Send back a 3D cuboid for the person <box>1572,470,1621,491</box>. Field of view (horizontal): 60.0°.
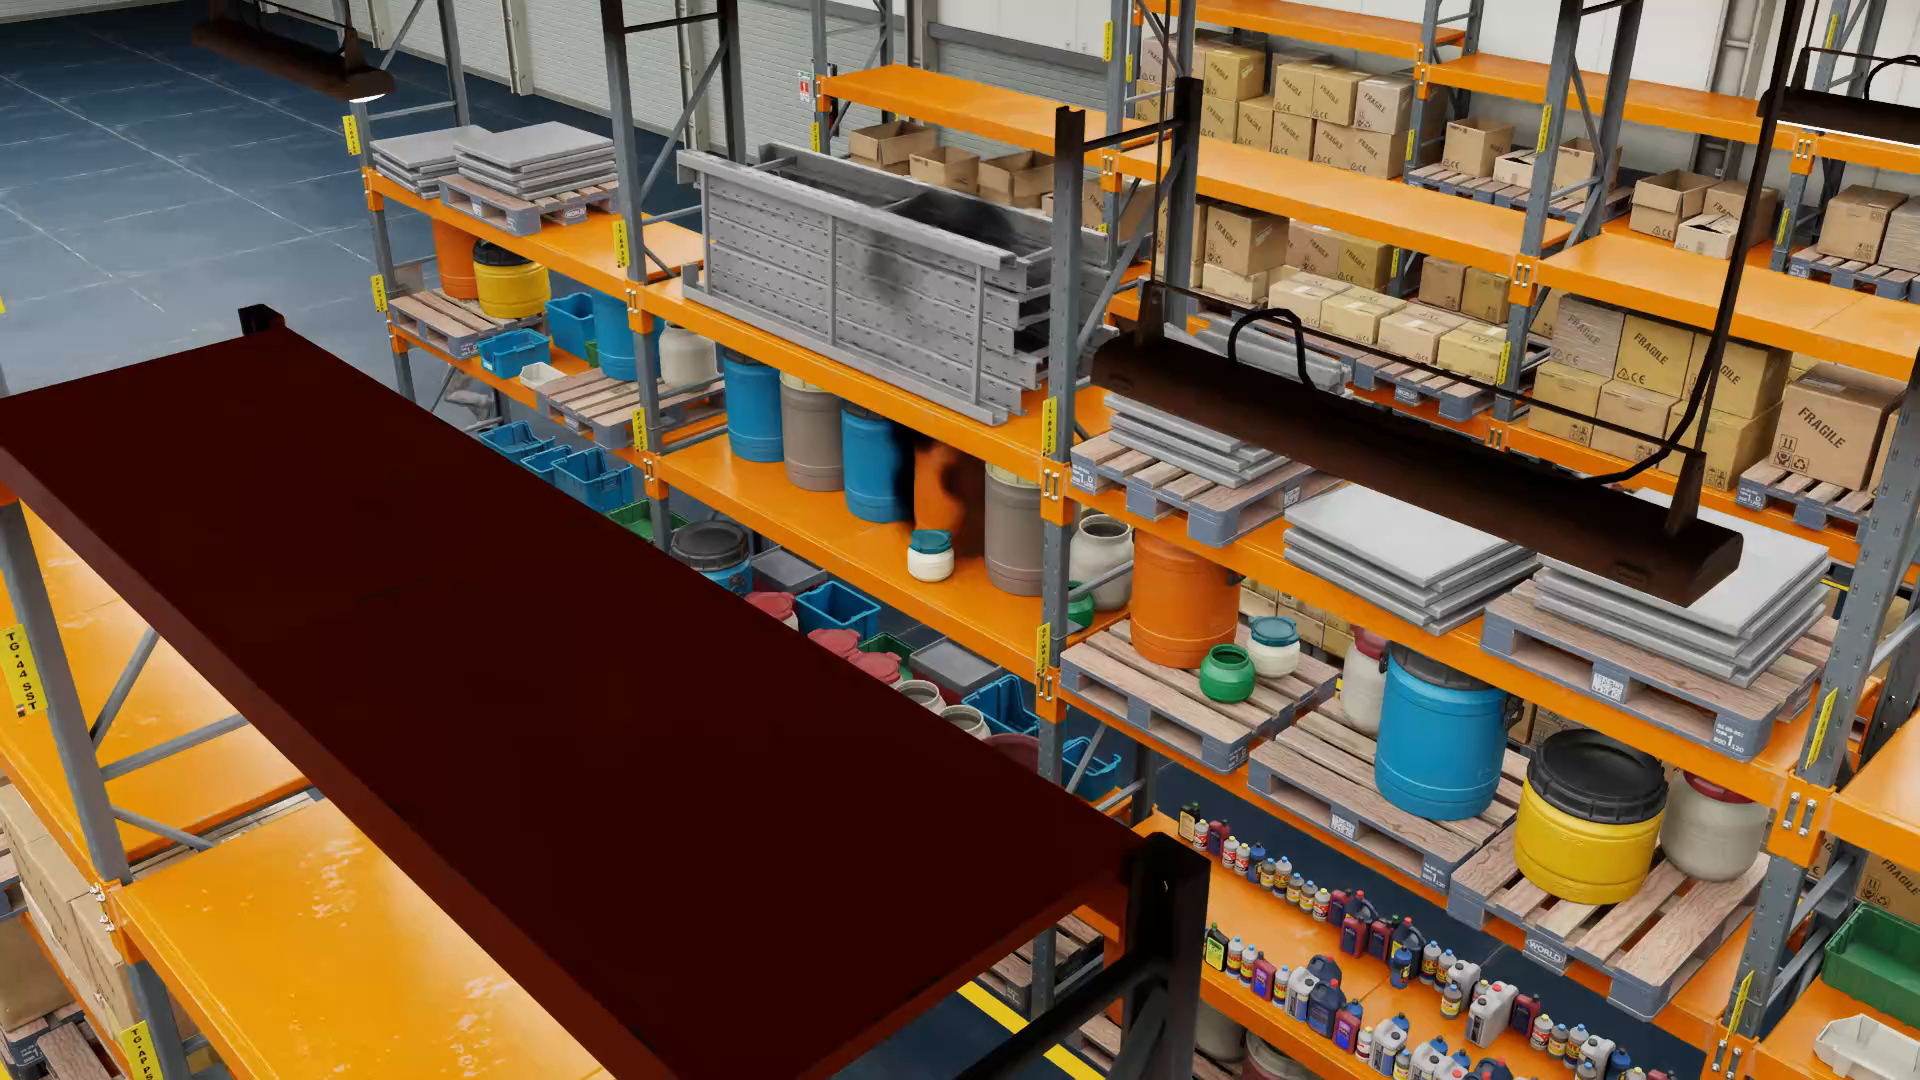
[{"bbox_3d":[5.728,-0.211,15.399,0.583,1.749,0.668,22,35,35],"label":"person"}]

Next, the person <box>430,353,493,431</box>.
[{"bbox_3d":[-5.668,-2.007,18.799,0.642,1.723,0.729,-3,28,-6],"label":"person"}]
